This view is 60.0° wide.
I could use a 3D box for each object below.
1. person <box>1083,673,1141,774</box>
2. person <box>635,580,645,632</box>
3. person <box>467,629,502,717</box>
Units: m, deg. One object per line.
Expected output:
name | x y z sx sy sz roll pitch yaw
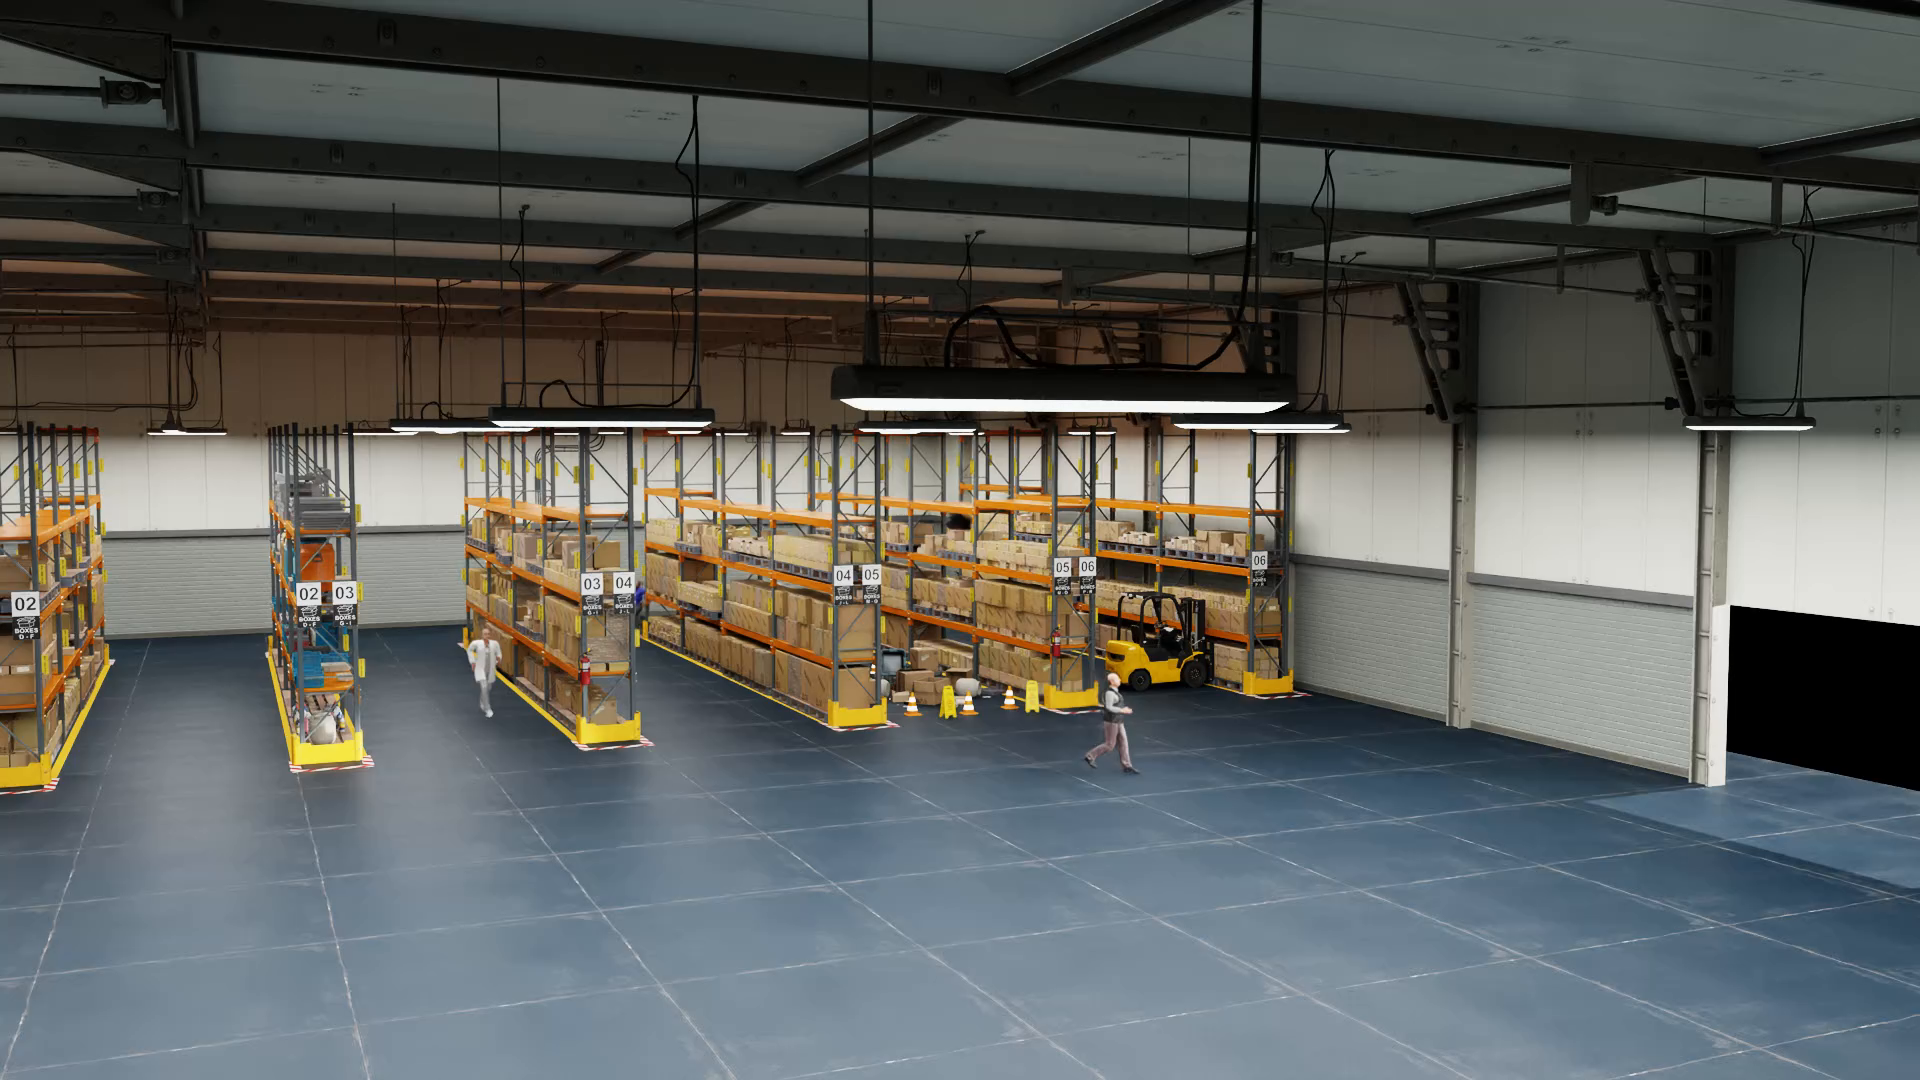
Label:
person | 2.586 3.123 28.268 0.965 1.721 0.667 1 4 16
person | -9.455 1.969 48.820 0.691 1.604 0.740 -3 4 -37
person | -9.871 2.723 34.557 0.662 1.792 1.049 -2 4 -34
